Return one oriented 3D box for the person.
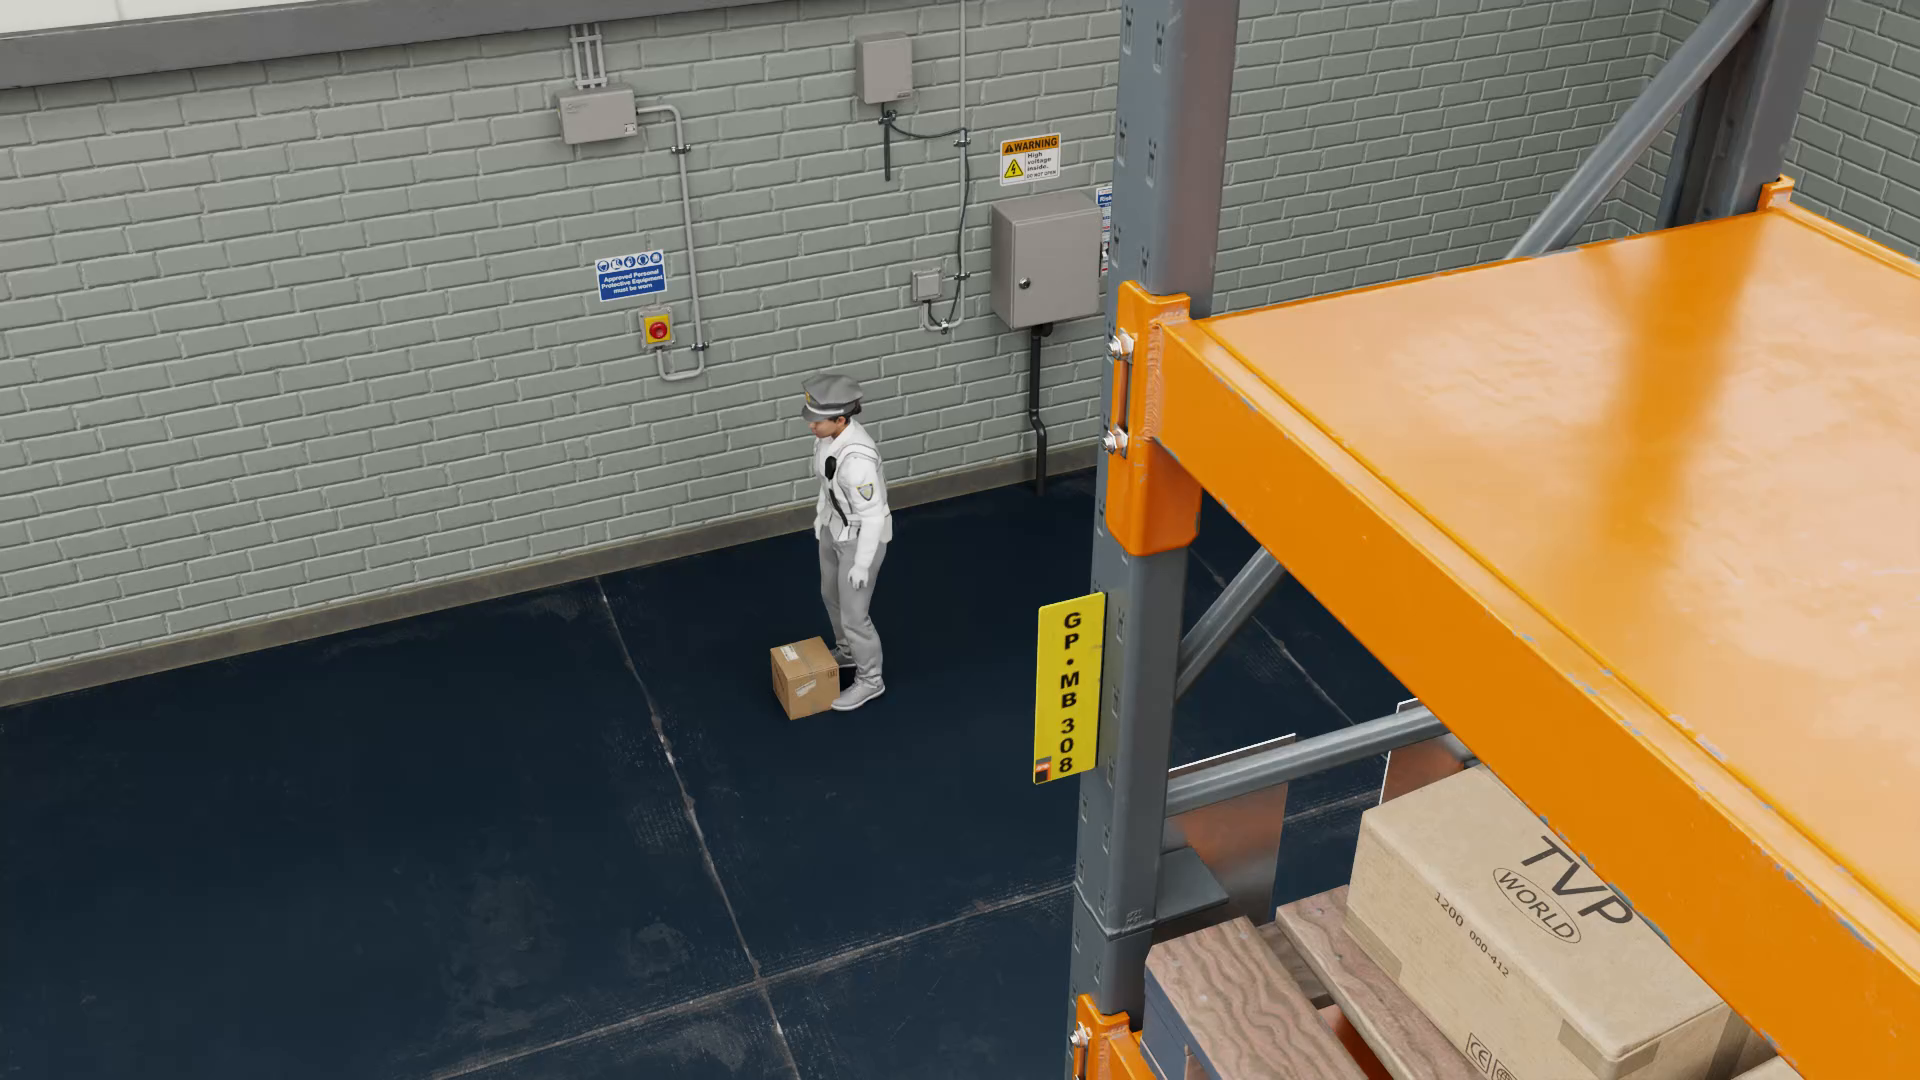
[{"bbox_3d":[-0.507,0.002,7.517,0.371,1.663,0.531,-15,36,-21],"label":"person"}]
